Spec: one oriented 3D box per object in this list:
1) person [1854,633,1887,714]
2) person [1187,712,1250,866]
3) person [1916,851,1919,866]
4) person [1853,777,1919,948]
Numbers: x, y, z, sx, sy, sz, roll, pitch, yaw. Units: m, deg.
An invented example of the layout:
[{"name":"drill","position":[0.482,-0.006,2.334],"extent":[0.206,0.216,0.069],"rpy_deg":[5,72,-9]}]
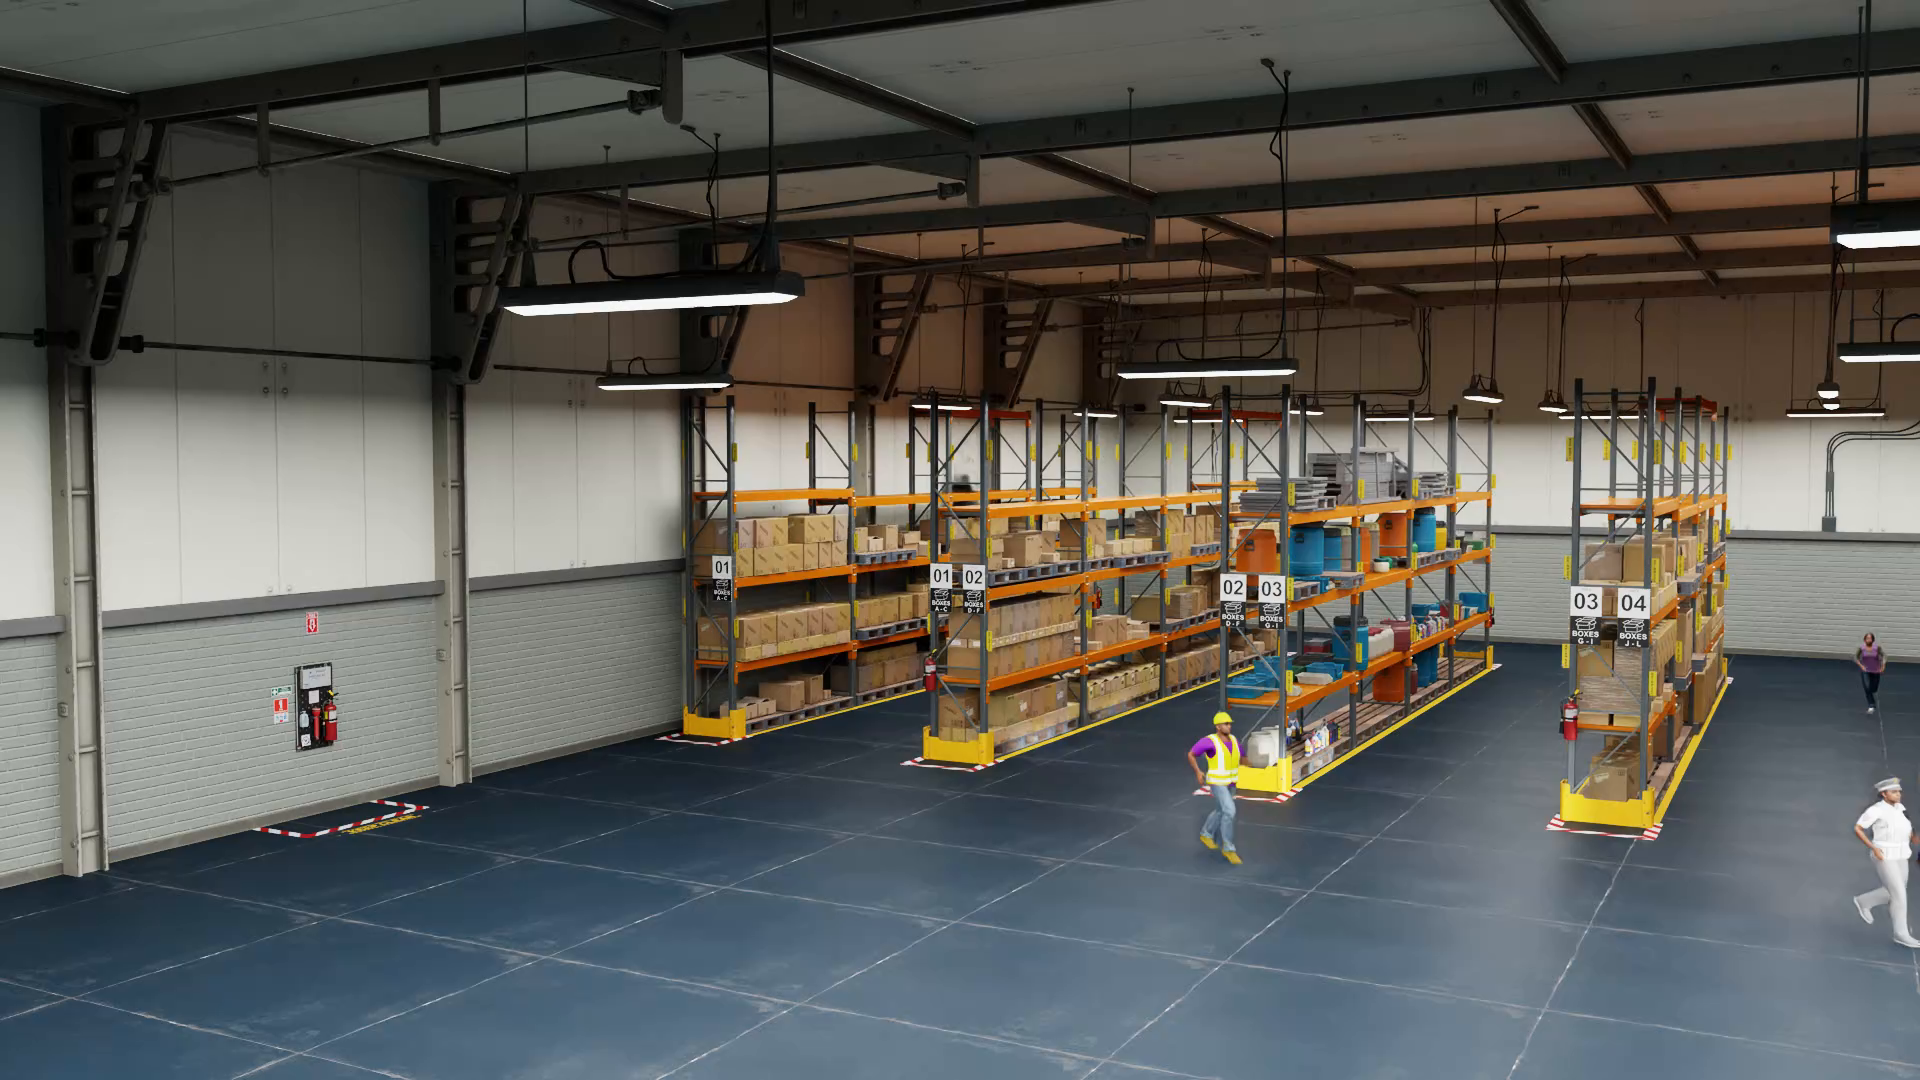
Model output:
[{"name":"person","position":[17.587,2.557,32.148],"extent":[0.568,1.564,0.664],"rpy_deg":[1,3,25]},{"name":"person","position":[3.226,3.029,20.497],"extent":[0.677,1.821,0.820],"rpy_deg":[-3,4,-40]},{"name":"person","position":[11.817,3.163,19.764],"extent":[0.661,1.635,0.635],"rpy_deg":[0,3,-6]},{"name":"person","position":[9.526,3.259,17.067],"extent":[0.587,1.666,0.852],"rpy_deg":[-1,3,-22]}]
